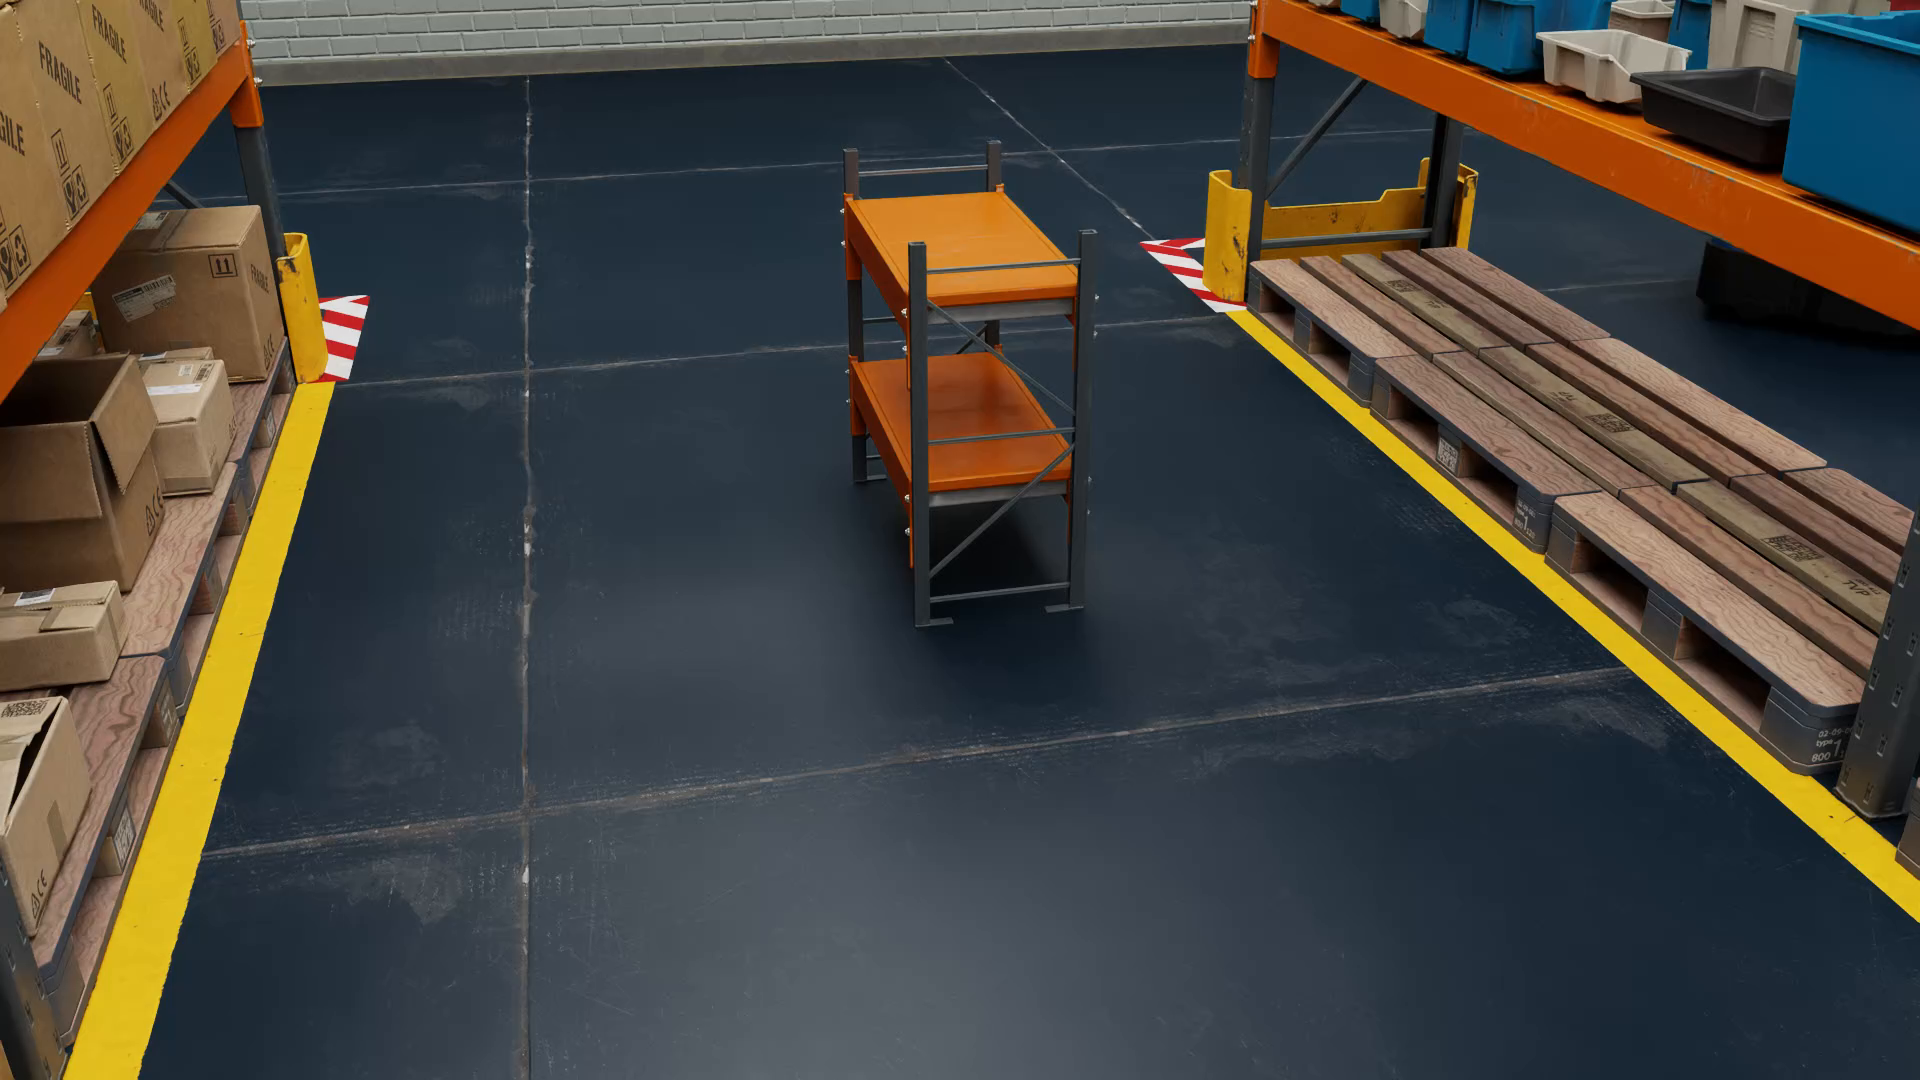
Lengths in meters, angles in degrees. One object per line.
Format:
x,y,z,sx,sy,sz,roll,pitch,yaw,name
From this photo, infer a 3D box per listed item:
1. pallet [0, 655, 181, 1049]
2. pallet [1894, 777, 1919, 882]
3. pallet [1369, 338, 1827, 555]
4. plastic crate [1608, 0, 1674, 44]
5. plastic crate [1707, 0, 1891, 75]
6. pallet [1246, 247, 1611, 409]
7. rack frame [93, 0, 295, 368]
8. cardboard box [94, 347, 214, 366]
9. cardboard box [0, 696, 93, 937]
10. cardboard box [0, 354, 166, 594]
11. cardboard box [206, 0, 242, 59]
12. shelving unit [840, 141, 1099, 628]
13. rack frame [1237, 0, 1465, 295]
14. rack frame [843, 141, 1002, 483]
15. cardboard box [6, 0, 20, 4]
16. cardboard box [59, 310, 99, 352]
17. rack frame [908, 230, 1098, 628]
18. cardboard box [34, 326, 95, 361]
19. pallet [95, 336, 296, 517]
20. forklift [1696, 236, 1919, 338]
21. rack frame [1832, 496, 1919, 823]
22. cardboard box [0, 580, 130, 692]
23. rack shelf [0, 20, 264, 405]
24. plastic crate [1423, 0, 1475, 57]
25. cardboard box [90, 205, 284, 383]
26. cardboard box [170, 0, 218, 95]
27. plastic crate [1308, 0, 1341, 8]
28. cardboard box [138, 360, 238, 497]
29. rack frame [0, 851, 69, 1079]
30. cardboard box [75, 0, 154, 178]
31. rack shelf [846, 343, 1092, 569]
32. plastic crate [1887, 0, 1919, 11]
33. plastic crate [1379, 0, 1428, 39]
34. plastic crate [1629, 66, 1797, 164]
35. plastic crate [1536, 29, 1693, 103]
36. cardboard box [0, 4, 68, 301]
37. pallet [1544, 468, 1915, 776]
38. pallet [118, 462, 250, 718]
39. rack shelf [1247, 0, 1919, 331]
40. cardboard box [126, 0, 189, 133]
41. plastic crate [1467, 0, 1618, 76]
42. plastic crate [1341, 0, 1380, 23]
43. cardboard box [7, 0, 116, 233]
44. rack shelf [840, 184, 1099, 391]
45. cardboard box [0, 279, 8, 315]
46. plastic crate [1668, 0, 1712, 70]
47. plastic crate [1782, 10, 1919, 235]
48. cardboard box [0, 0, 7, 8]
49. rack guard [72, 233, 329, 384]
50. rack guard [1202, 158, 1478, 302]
-2.364,0.696,3.637,1.003,0.211,1.213,-6,27,-12,pallet
2.750,0.839,3.353,1.003,0.211,1.213,-6,27,-12,pallet
2.135,-0.359,5.728,1.003,0.211,1.213,-6,27,-12,pallet
2.298,-1.698,5.510,0.298,0.136,0.250,-6,27,-12,plastic crate
2.452,-1.412,4.783,0.437,0.282,0.530,-6,27,-12,plastic crate
1.863,-0.894,6.787,1.003,0.211,1.213,-6,27,-12,pallet
-3.111,-2.003,5.890,1.000,3.000,0.127,-6,27,-12,rack frame
-2.745,-0.534,5.636,0.380,0.166,0.250,-6,27,-12,cardboard box
-2.094,0.550,3.326,0.500,0.311,0.500,-6,27,-12,cardboard box
-2.638,-0.154,4.508,0.797,0.503,0.637,-6,27,-12,cardboard box
-2.745,-1.879,5.533,0.500,0.500,0.500,-5,27,-10,cardboard box
-0.002,-0.505,5.002,0.538,1.125,1.048,-6,27,-12,shelving unit
1.715,-2.505,6.883,1.000,3.000,0.127,-6,27,-12,rack frame
-0.116,-0.728,5.445,0.500,1.125,0.032,-6,27,-12,rack frame
-2.274,-1.426,3.526,0.500,0.500,0.500,-7,28,-13,cardboard box
-3.352,-0.708,6.000,0.380,0.149,0.250,-6,27,-12,cardboard box
0.113,-0.282,4.560,0.500,1.125,0.032,-6,27,-12,rack frame
-3.153,-0.485,5.446,0.500,0.250,0.500,-6,27,-12,cardboard box
-2.914,-0.375,5.759,1.003,0.211,1.213,-6,27,-12,pallet
4.695,-2.105,6.168,3.031,2.935,1.130,16,31,29,forklift
2.617,-0.749,3.404,1.000,3.000,0.127,-6,27,-12,rack frame
-2.298,0.236,4.109,0.380,0.166,0.250,-6,27,-12,cardboard box
-2.661,-0.804,4.313,1.077,0.370,4.000,-6,27,-12,rack shelf
1.747,-1.737,5.482,0.416,0.233,0.300,-6,27,-12,plastic crate
-2.749,-0.870,5.931,0.500,0.500,0.500,-6,27,-12,cardboard box
-2.625,-1.652,5.082,0.500,0.500,0.500,-6,27,-11,cardboard box
1.442,-2.123,6.353,0.250,0.136,0.298,-6,27,-12,plastic crate
-2.564,-0.338,5.155,0.500,0.250,0.500,-6,27,-12,cardboard box
-2.210,-0.247,2.411,1.000,3.000,0.127,-6,27,-12,rack frame
-2.404,-1.211,4.209,0.500,0.500,0.500,-6,27,-12,cardboard box
-0.002,-0.287,5.113,0.538,0.278,1.000,-6,27,-12,rack shelf
2.660,-1.221,4.204,0.402,0.464,0.583,-6,27,-12,plastic crate
1.595,-1.825,5.763,0.250,0.136,0.298,-6,27,-12,plastic crate
2.103,-1.117,4.372,0.437,0.125,0.590,-6,27,-12,plastic crate
1.932,-1.392,4.904,0.293,0.136,0.466,-6,27,-12,plastic crate
-2.178,-0.768,3.331,0.500,0.500,0.500,-5,27,-11,cardboard box
2.413,0.177,4.665,1.003,0.211,1.213,-6,27,-12,pallet
-2.642,0.159,4.700,1.003,0.211,1.213,-6,27,-12,pallet
2.166,-1.306,5.306,1.077,0.370,4.000,-6,27,-12,rack shelf
-2.518,-1.432,4.647,0.500,0.500,0.500,-6,27,-11,cardboard box
1.815,-1.605,5.220,0.416,0.233,0.300,-6,27,-12,plastic crate
1.599,-2.026,6.054,0.416,0.233,0.300,-6,27,-12,plastic crate
-2.288,-0.988,3.767,0.500,0.500,0.500,-6,27,-12,cardboard box
-0.002,-0.766,4.871,0.538,0.278,1.000,-6,27,-12,rack shelf
-2.059,-0.543,2.887,0.500,0.500,0.500,-5,27,-10,cardboard box
2.428,-1.581,5.173,0.416,0.233,0.300,-6,27,-12,plastic crate
2.179,-0.939,3.732,0.392,0.384,0.575,-6,27,-12,plastic crate
-2.159,-1.200,3.078,0.500,0.500,0.500,-7,28,-13,cardboard box
-3.094,-0.854,6.387,1.175,0.500,0.348,-6,27,-12,rack guard
1.697,-1.398,7.465,1.175,0.500,0.348,-6,27,-12,rack guard
